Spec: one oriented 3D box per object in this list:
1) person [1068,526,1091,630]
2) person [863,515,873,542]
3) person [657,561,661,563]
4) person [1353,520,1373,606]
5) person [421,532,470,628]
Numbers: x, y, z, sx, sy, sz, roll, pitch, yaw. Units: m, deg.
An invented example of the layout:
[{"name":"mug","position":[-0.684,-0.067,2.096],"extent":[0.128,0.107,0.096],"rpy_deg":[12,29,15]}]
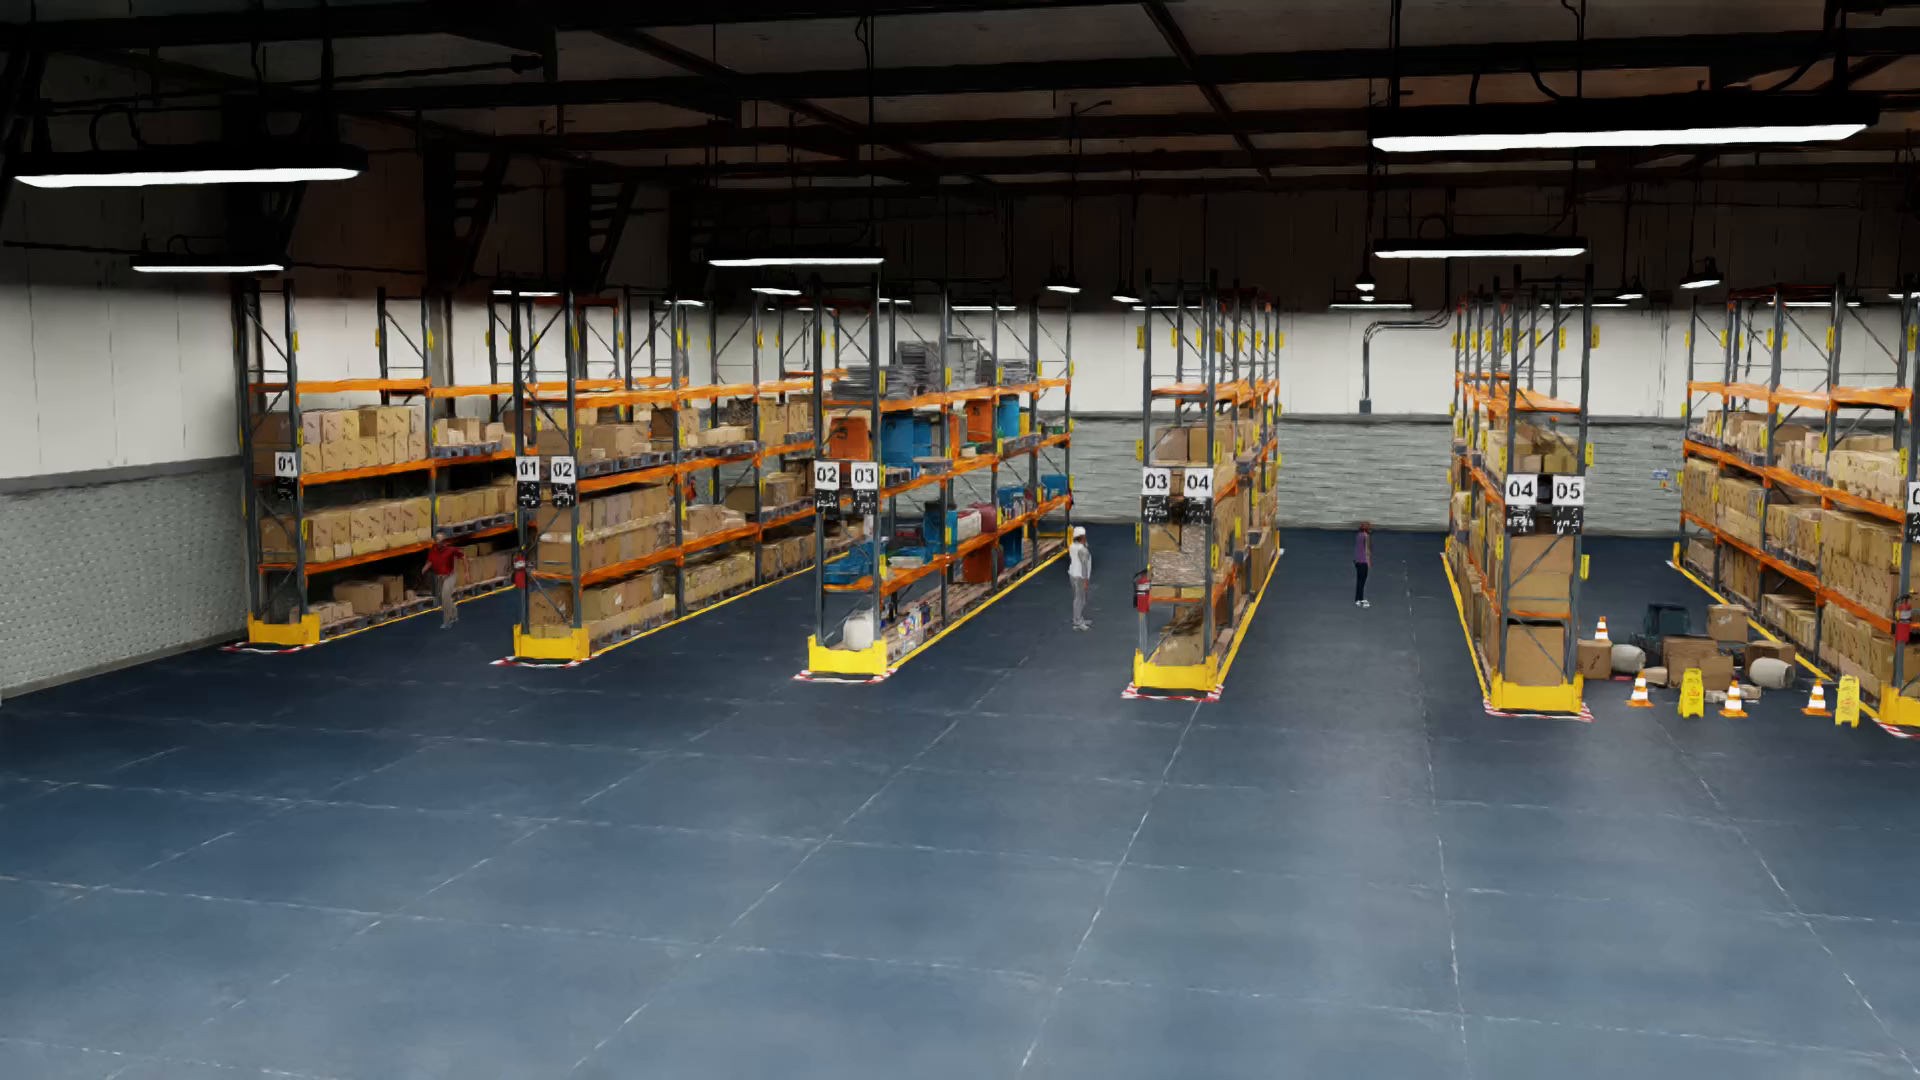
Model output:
[{"name":"person","position":[2.125,0.644,28.934],"extent":[0.449,1.776,0.584],"rpy_deg":[-2,7,-17]},{"name":"person","position":[-1.961,-0.332,36.959],"extent":[0.448,1.784,0.678],"rpy_deg":[-1,7,-4]},{"name":"person","position":[-6.994,-0.341,37.514],"extent":[0.729,1.721,0.546],"rpy_deg":[2,7,13]},{"name":"person","position":[7.661,0.425,31.486],"extent":[0.419,1.603,0.504],"rpy_deg":[-2,7,-14]},{"name":"person","position":[-9.073,0.673,29.301],"extent":[0.686,1.666,0.867],"rpy_deg":[2,7,19]}]
